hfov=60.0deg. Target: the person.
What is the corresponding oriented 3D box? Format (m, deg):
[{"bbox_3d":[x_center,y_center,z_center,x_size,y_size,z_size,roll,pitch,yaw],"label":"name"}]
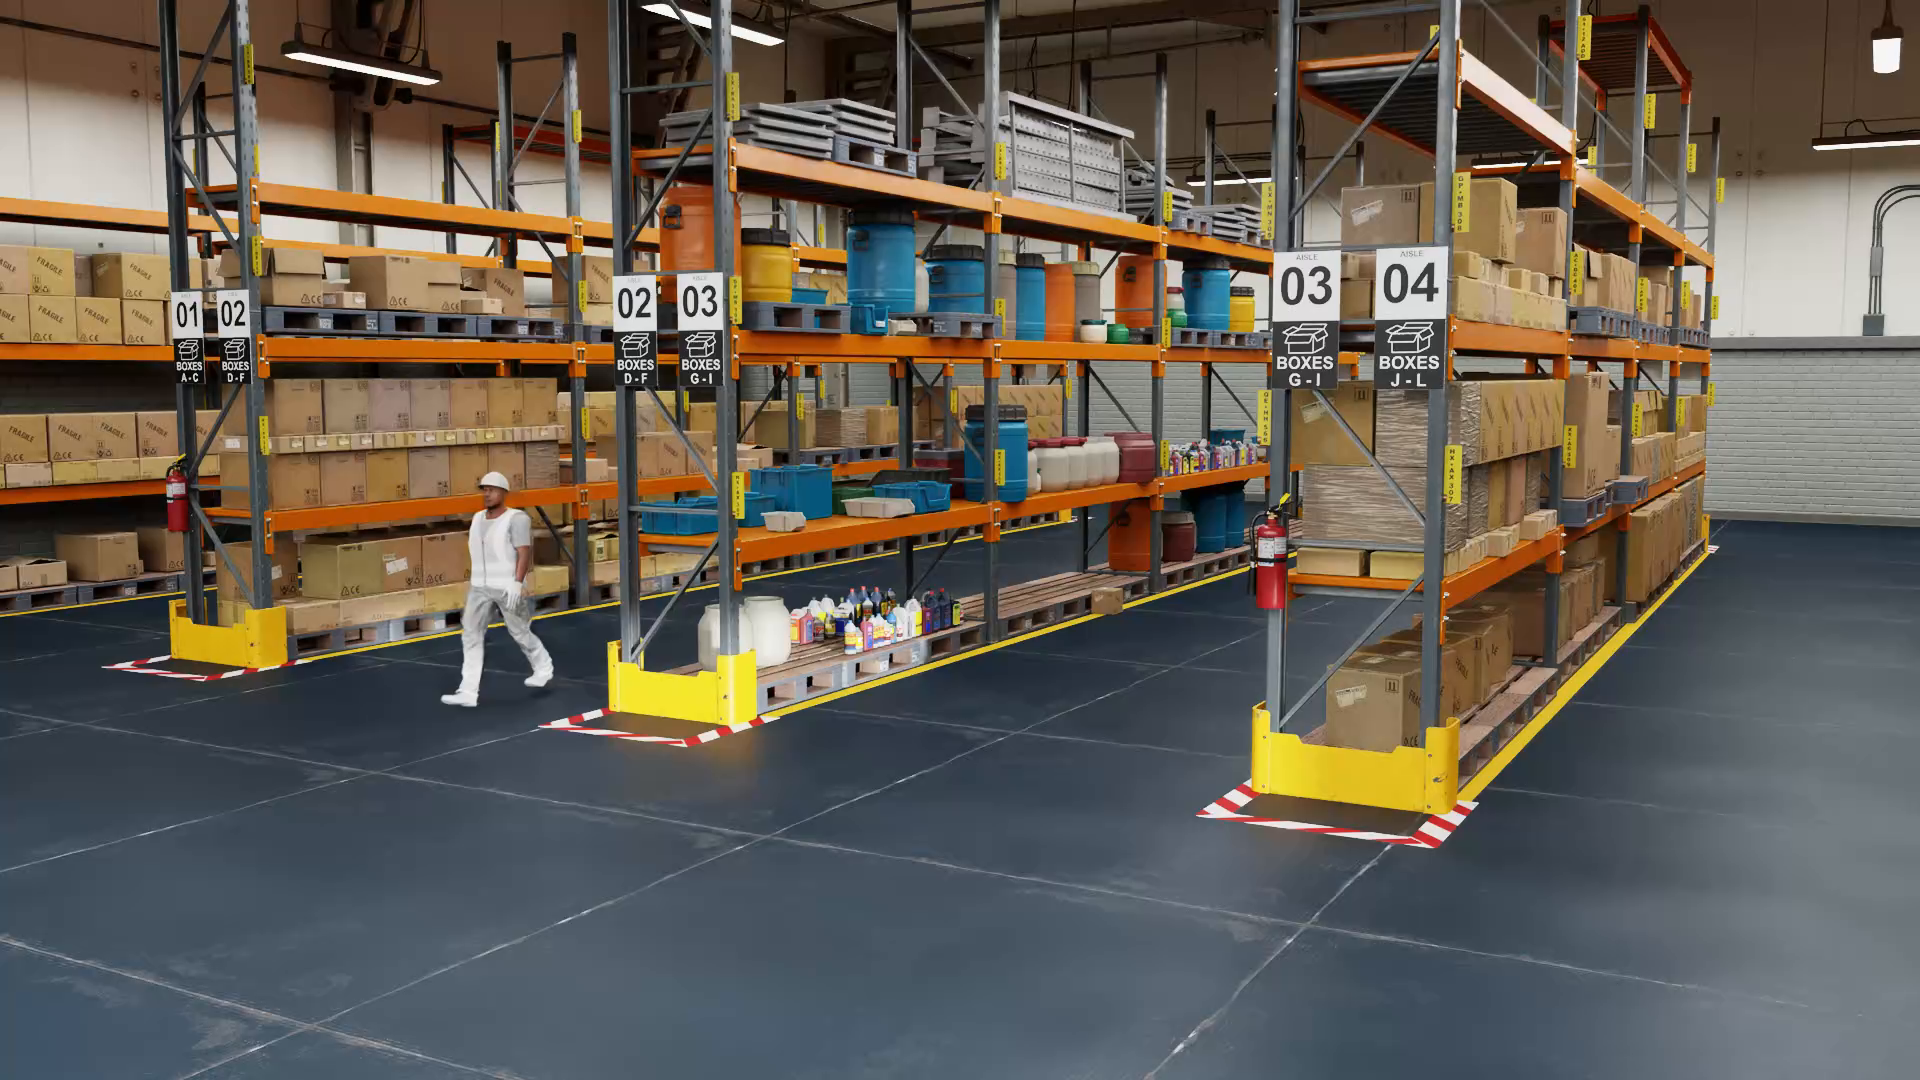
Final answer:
[{"bbox_3d":[-3.491,0.361,12.590,0.570,1.749,1.054,2,6,20],"label":"person"}]
